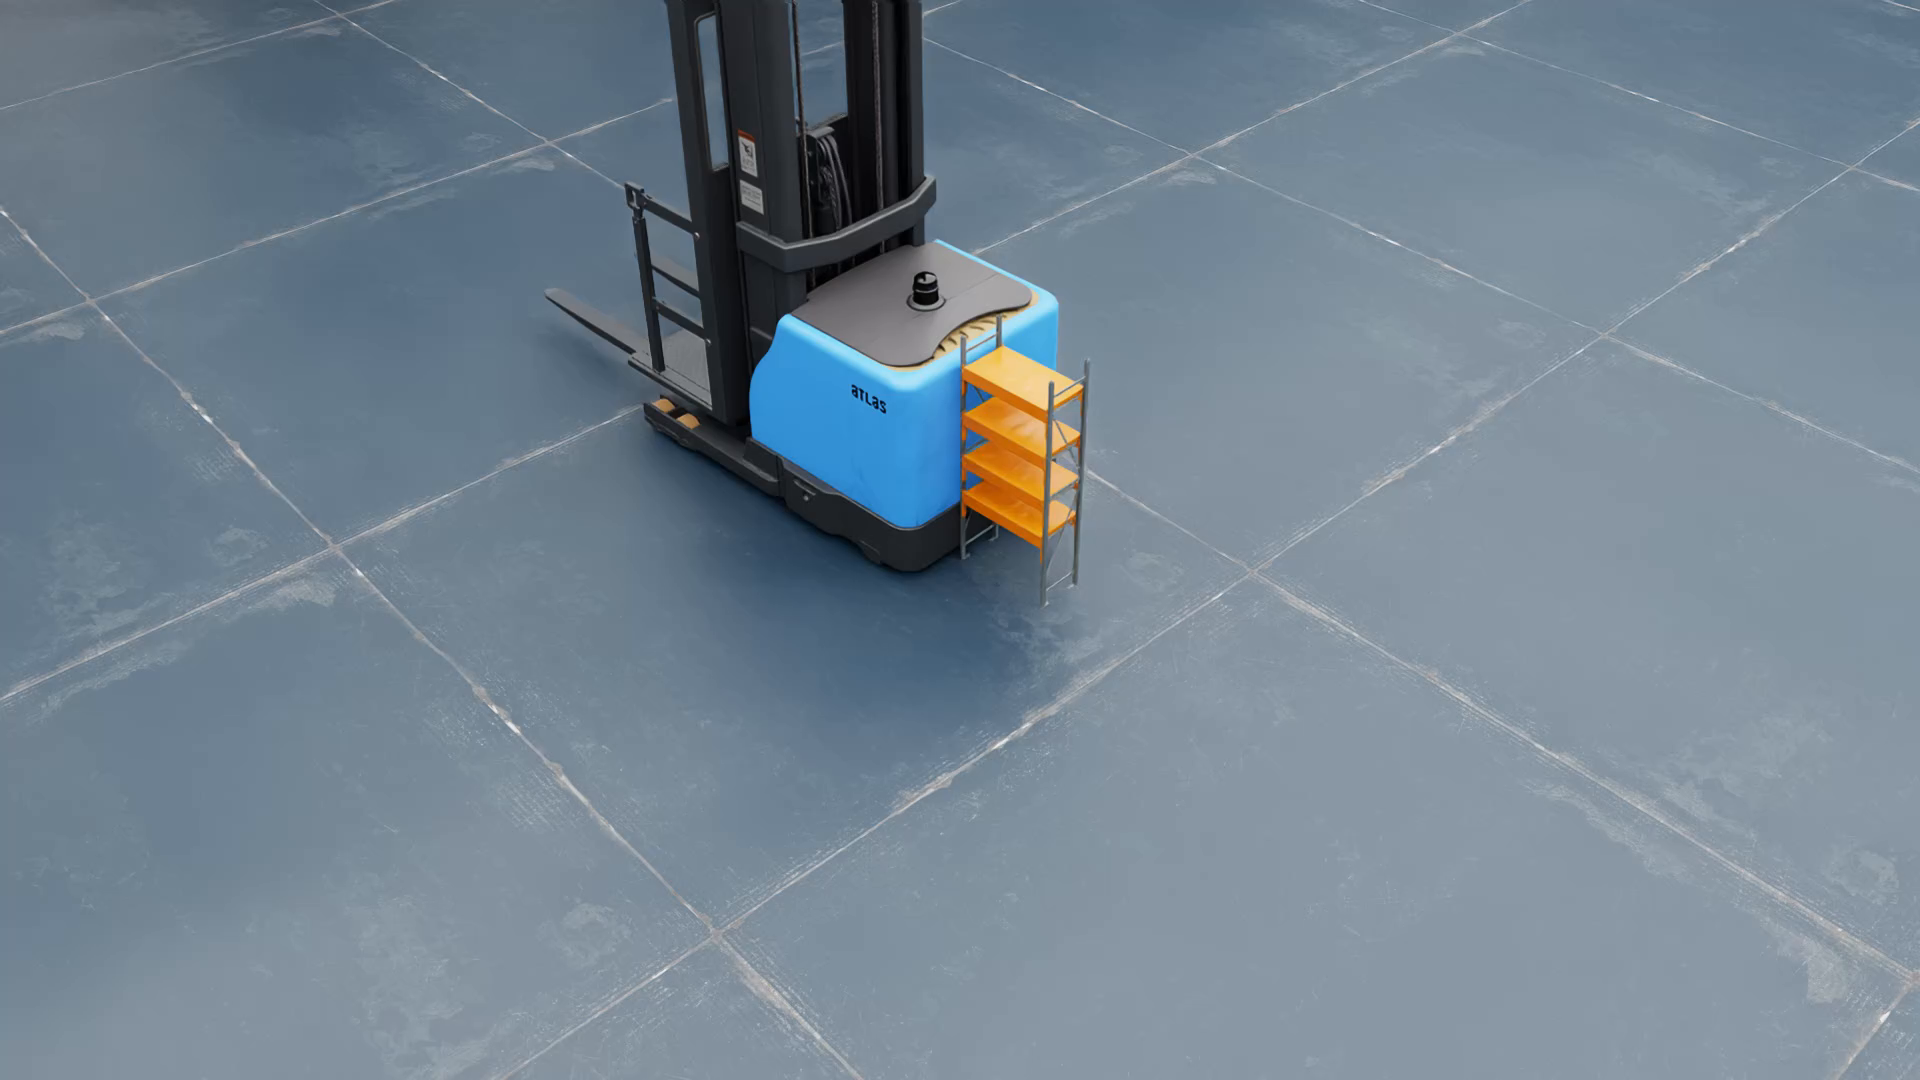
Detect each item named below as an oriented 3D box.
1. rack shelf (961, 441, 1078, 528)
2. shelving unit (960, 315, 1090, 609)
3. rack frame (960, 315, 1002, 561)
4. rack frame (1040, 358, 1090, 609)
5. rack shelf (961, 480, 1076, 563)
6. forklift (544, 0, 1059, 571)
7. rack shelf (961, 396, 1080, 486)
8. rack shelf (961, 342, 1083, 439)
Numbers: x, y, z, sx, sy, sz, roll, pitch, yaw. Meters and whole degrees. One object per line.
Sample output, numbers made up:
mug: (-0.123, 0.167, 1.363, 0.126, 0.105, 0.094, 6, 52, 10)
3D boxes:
rack shelf: (0.266, -0.269, 7.236, 0.480, 0.148, 0.258, 31, 48, 33)
shelving unit: (0.266, -0.322, 7.194, 0.503, 1.200, 0.258, 31, 48, 33)
rack frame: (0.090, -0.428, 7.325, 0.015, 1.200, 0.240, 31, 48, 33)
rack frame: (0.441, -0.215, 7.062, 0.015, 1.200, 0.240, 31, 48, 33)
rack shelf: (0.266, -0.115, 7.361, 0.480, 0.148, 0.258, 31, 48, 33)
forklift: (-0.953, -1.812, 7.661, 3.031, 2.935, 1.130, 31, 48, 33)
rack shelf: (0.266, -0.443, 7.095, 0.480, 0.148, 0.258, 31, 48, 33)
rack shelf: (0.266, -0.628, 6.947, 0.480, 0.148, 0.258, 31, 48, 33)
